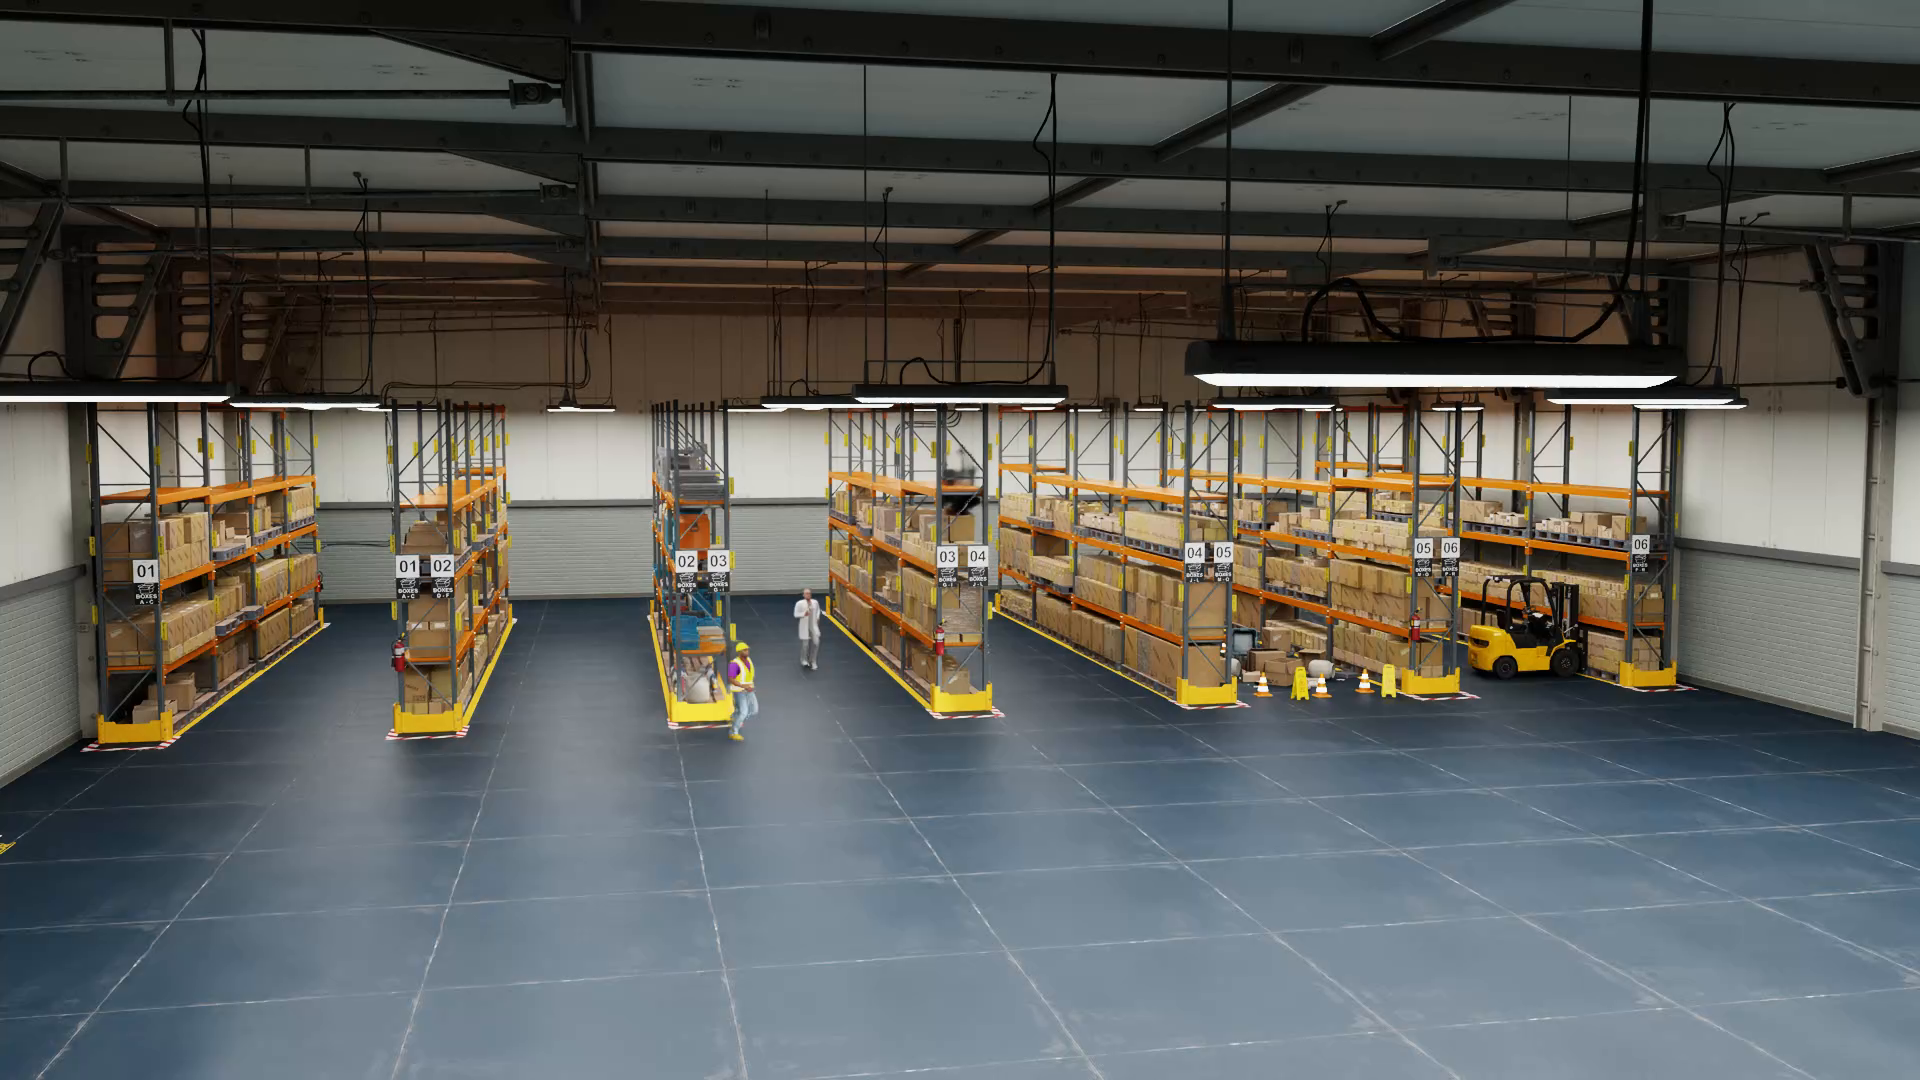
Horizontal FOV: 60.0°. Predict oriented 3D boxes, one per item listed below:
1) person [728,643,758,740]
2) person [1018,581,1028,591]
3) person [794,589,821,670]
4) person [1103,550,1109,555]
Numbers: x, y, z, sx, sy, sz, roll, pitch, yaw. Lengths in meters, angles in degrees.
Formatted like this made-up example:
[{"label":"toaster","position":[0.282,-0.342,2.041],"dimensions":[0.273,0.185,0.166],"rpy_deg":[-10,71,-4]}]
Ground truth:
[{"label":"person","position":[-3.818,2.658,29.343],"dimensions":[0.647,1.721,0.731],"rpy_deg":[2,5,29]},{"label":"person","position":[1.979,1.108,50.100],"dimensions":[0.862,1.716,0.556],"rpy_deg":[-2,5,-22]},{"label":"person","position":[-3.415,2.019,37.497],"dimensions":[0.684,1.832,0.785],"rpy_deg":[-2,5,-22]},{"label":"person","position":[4.471,1.061,50.739],"dimensions":[0.615,1.679,0.617],"rpy_deg":[0,4,-5]}]
